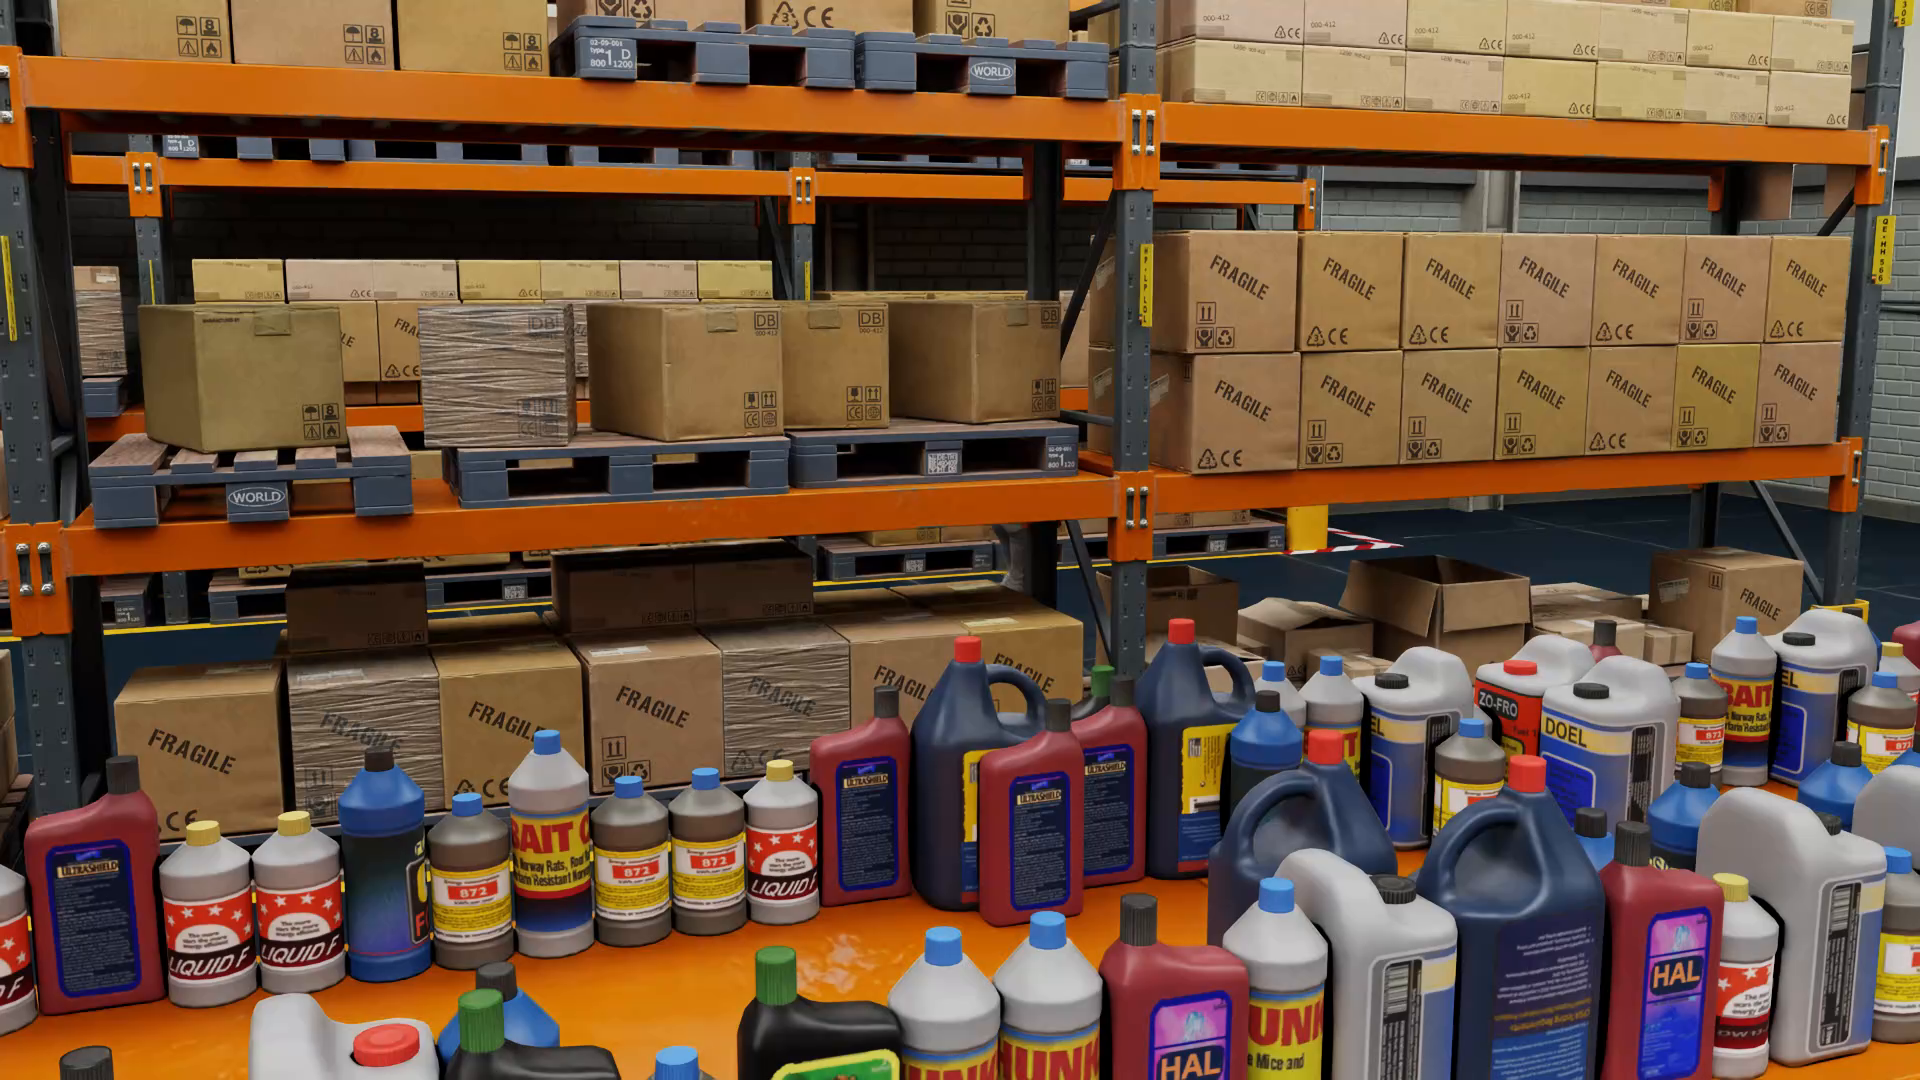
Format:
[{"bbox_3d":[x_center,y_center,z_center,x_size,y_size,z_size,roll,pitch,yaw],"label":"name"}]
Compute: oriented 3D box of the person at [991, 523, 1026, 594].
[{"bbox_3d":[0.308,-0.093,8.970,0.322,1.626,0.474,-6,11,-32],"label":"person"}]
